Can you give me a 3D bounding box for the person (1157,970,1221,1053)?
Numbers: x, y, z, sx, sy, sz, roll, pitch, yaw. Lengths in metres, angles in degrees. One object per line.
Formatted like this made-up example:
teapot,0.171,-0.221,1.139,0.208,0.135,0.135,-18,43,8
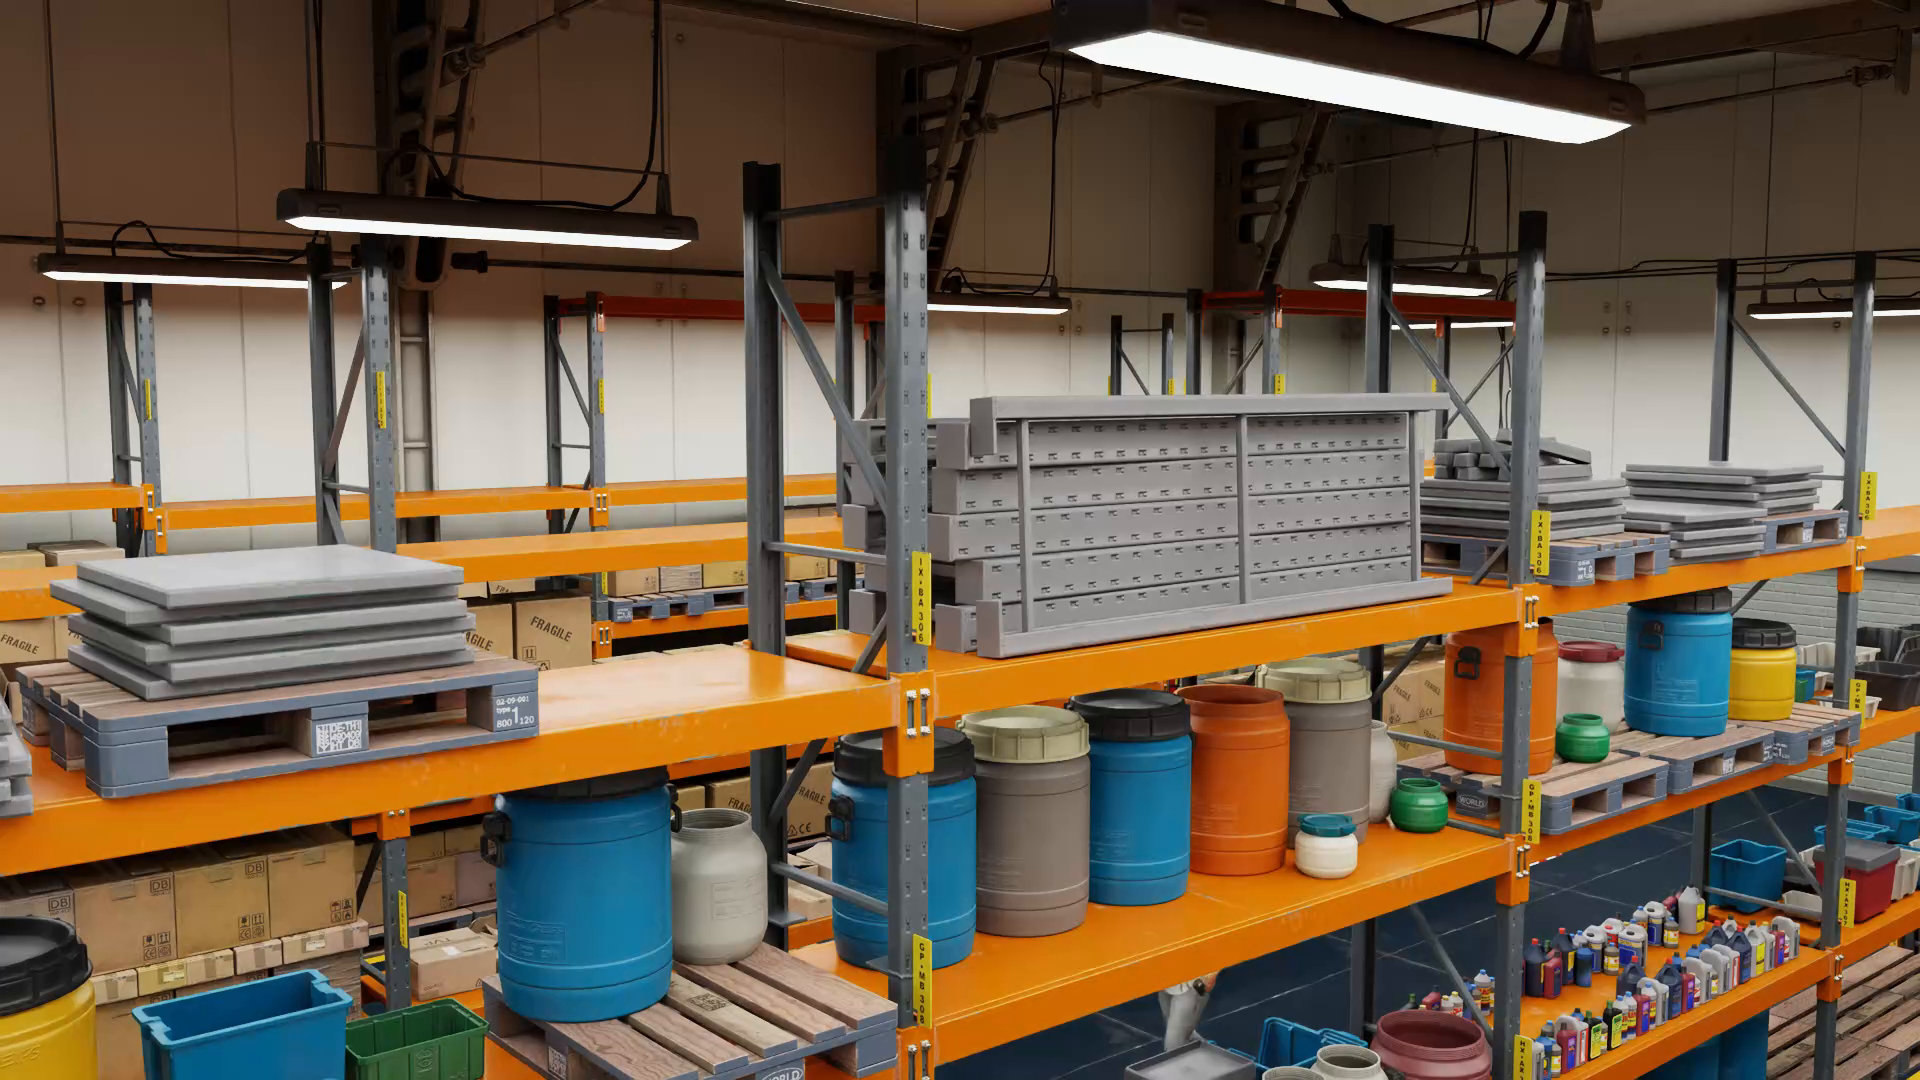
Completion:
person,1.576,3.206,11.814,0.892,1.700,0.613,-5,7,-40
